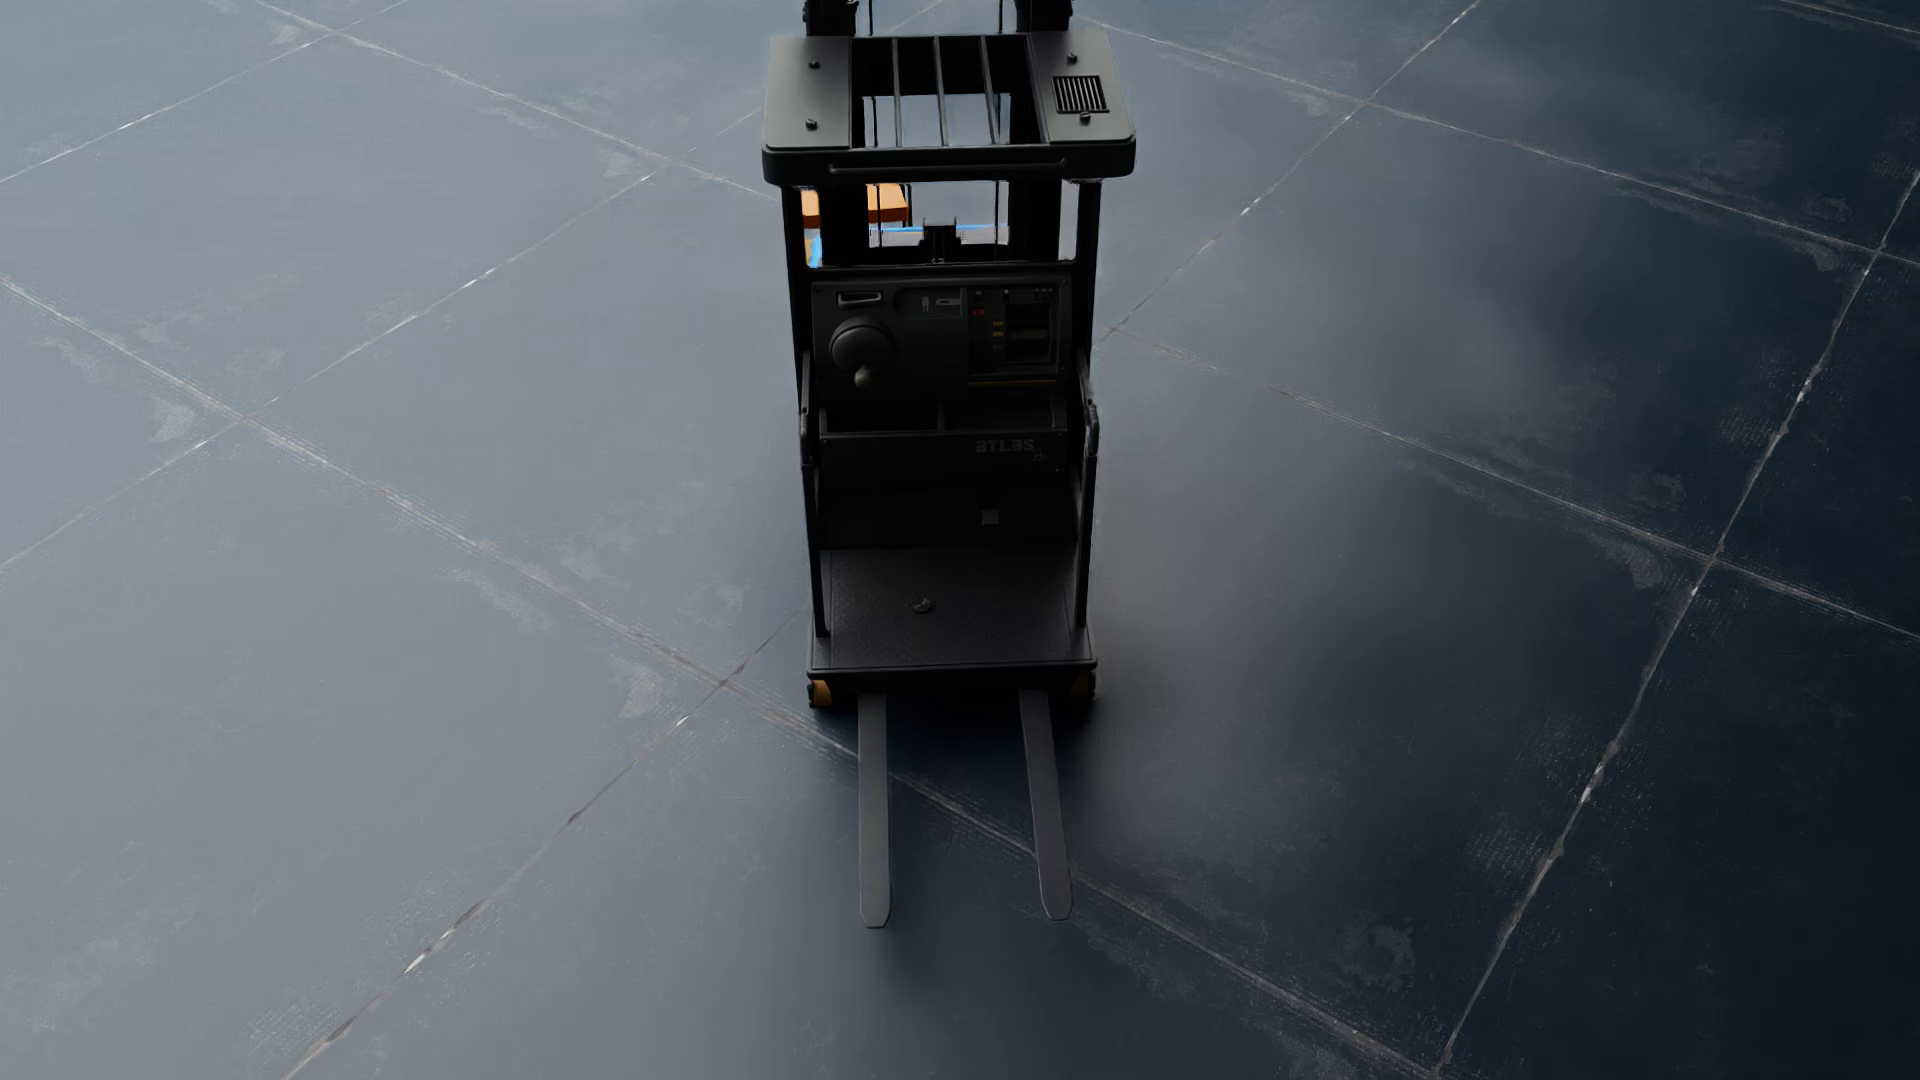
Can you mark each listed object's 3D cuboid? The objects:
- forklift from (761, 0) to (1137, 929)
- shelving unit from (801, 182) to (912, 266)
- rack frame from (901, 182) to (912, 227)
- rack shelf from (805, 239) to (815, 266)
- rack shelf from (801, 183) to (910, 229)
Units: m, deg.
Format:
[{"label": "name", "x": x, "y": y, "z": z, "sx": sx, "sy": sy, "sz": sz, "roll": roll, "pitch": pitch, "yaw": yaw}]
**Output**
[{"label": "forklift", "x": -0.050, "y": -0.666, "z": 5.796, "sx": 1.130, "sy": 2.935, "sz": 3.031, "roll": -2, "pitch": 42, "yaw": -2}, {"label": "shelving unit", "x": -0.472, "y": -1.139, "z": 7.608, "sx": 0.503, "sy": 1.200, "sz": 0.258, "roll": -7, "pitch": 37, "yaw": -7}, {"label": "rack frame", "x": -0.232, "y": -1.167, "z": 7.639, "sx": 0.015, "sy": 1.200, "sz": 0.240, "roll": -7, "pitch": 37, "yaw": -7}, {"label": "rack shelf", "x": -0.475, "y": -1.264, "z": 7.514, "sx": 0.480, "sy": 0.148, "sz": 0.258, "roll": -7, "pitch": 37, "yaw": -7}, {"label": "rack shelf", "x": -0.478, "y": -1.453, "z": 7.372, "sx": 0.480, "sy": 0.148, "sz": 0.258, "roll": -7, "pitch": 37, "yaw": -7}]
